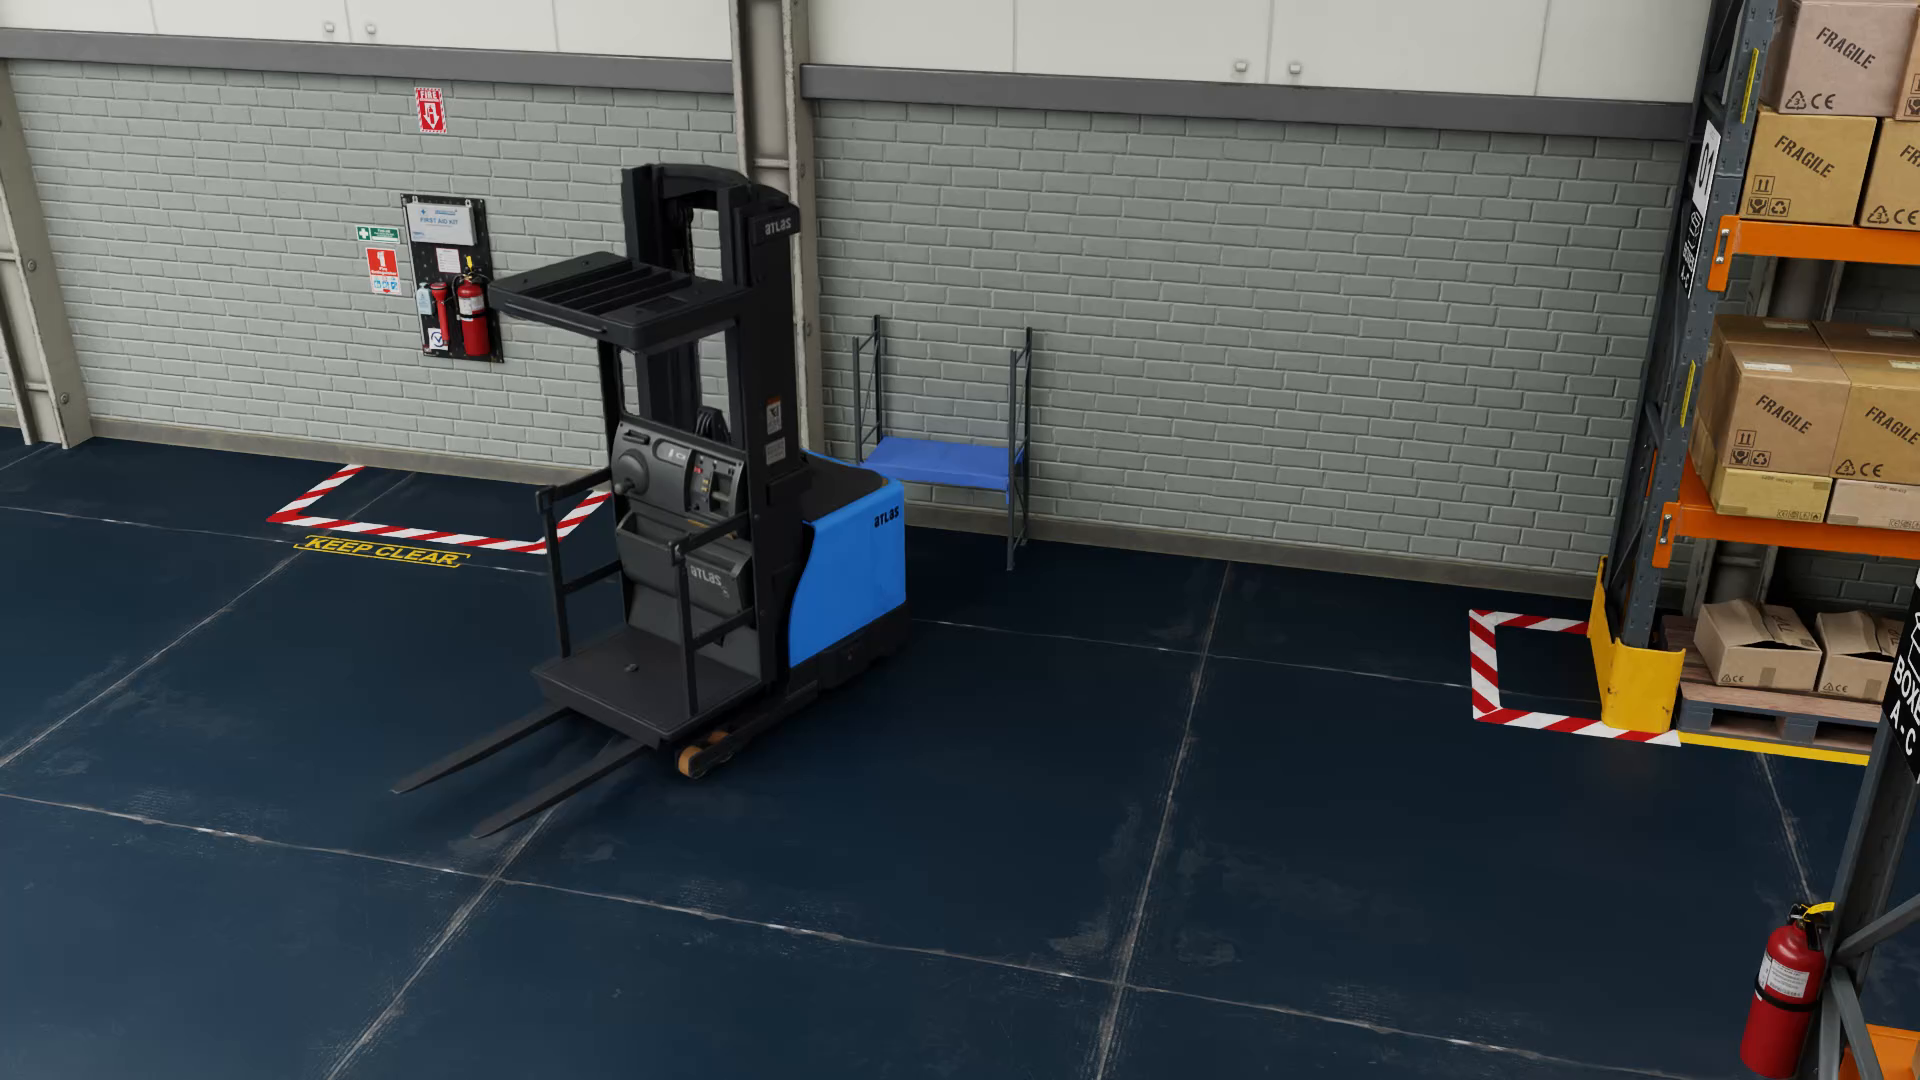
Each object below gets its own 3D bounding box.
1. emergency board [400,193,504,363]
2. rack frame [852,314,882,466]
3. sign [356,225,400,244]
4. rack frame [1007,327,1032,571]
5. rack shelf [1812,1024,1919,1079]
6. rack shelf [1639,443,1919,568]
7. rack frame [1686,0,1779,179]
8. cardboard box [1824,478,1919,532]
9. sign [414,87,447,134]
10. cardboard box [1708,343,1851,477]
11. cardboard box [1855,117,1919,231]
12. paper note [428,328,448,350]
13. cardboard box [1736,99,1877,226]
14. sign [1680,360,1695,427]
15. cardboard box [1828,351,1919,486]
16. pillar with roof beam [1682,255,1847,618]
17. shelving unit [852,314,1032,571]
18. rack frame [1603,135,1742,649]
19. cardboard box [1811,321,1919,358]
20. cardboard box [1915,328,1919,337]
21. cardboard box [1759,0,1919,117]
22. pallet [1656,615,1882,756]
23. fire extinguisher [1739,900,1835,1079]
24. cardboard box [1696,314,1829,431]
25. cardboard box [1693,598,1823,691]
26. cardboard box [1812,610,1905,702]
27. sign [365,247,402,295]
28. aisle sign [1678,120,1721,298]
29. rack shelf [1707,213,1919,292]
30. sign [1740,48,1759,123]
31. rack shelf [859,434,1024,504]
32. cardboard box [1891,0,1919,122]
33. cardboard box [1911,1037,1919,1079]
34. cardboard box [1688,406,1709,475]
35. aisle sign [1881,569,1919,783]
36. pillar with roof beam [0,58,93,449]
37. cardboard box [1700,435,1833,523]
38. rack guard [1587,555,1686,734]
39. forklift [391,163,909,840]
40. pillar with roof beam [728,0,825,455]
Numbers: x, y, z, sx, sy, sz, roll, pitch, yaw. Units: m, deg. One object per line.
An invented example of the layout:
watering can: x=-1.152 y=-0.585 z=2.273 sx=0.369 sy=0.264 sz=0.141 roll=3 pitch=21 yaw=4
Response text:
emergency board: x=-3.542 y=-1.772 z=11.483 sx=0.643 sy=1.169 sz=0.194 roll=6 pitch=26 yaw=13
rack frame: x=-0.600 y=-0.691 z=10.956 sx=0.032 sy=1.500 sz=0.500 roll=6 pitch=26 yaw=13
sign: x=-4.050 y=-2.125 z=11.567 sx=0.331 sy=0.109 sz=0.001 roll=6 pitch=26 yaw=13
rack frame: x=0.385 y=-0.581 z=10.726 sx=0.032 sy=1.500 sz=0.500 roll=6 pitch=26 yaw=13
rack shelf: x=4.466 y=2.037 z=4.318 sx=4.000 sy=0.370 sz=1.077 roll=6 pitch=26 yaw=13
rack shelf: x=5.696 y=-0.025 z=8.650 sx=4.000 sy=0.370 sz=1.077 roll=6 pitch=26 yaw=13
rack frame: x=3.759 y=-3.273 z=7.656 sx=0.127 sy=3.000 sz=1.000 roll=6 pitch=26 yaw=13
cardboard box: x=4.659 y=-0.271 z=8.482 sx=0.500 sy=0.250 sz=0.500 roll=5 pitch=26 yaw=11
sign: x=-3.525 y=-2.861 z=11.073 sx=0.199 sy=0.298 sz=0.001 roll=6 pitch=26 yaw=13
cardboard box: x=4.147 y=-0.668 z=8.442 sx=0.500 sy=0.500 sz=0.500 roll=6 pitch=26 yaw=13
cardboard box: x=4.532 y=-1.760 z=7.829 sx=0.500 sy=0.500 sz=0.500 roll=8 pitch=27 yaw=16
paper note: x=-3.696 y=-1.422 z=11.772 sx=0.142 sy=0.148 sz=0.016 roll=6 pitch=26 yaw=13
cardboard box: x=4.021 y=-1.833 z=7.981 sx=0.500 sy=0.500 sz=0.500 roll=7 pitch=26 yaw=14
sign: x=3.624 y=-0.729 z=8.285 sx=0.005 sy=0.325 sz=0.100 roll=6 pitch=26 yaw=13
cardboard box: x=4.623 y=-0.611 z=8.322 sx=0.500 sy=0.500 sz=0.500 roll=6 pitch=26 yaw=13
pillar with roof beam: x=3.580 y=-1.766 z=4.490 sx=0.400 sy=9.000 sz=9.100 roll=6 pitch=26 yaw=13
shelving unit: x=-0.107 y=-0.636 z=10.841 sx=1.048 sy=1.500 sz=0.538 roll=6 pitch=26 yaw=13
rack frame: x=3.759 y=-0.564 z=8.946 sx=0.127 sy=3.000 sz=1.000 roll=6 pitch=26 yaw=13
cardboard box: x=4.754 y=-0.824 z=8.770 sx=0.500 sy=0.500 sz=0.500 roll=7 pitch=26 yaw=14
cardboard box: x=5.256 y=-0.771 z=8.658 sx=0.500 sy=0.500 sz=0.500 roll=6 pitch=26 yaw=12
cardboard box: x=4.072 y=-2.282 z=7.761 sx=0.500 sy=0.500 sz=0.500 roll=4 pitch=26 yaw=9
pallet: x=4.611 y=0.805 z=9.314 sx=1.213 sy=0.211 sz=1.003 roll=6 pitch=26 yaw=13
fire extinguisher: x=2.530 y=1.327 z=5.062 sx=0.183 sy=0.674 sz=0.296 roll=6 pitch=26 yaw=13
cardboard box: x=4.269 y=-0.882 z=8.892 sx=0.500 sy=0.500 sz=0.500 roll=6 pitch=26 yaw=12
cardboard box: x=4.407 y=0.563 z=9.195 sx=0.500 sy=0.311 sz=0.500 roll=3 pitch=26 yaw=7
cardboard box: x=4.959 y=0.624 z=9.066 sx=0.500 sy=0.311 sz=0.500 roll=9 pitch=27 yaw=17
sign: x=-4.052 y=-1.890 z=11.690 sx=0.234 sy=0.329 sz=0.001 roll=6 pitch=26 yaw=13
aisle sign: x=3.615 y=-1.621 z=8.141 sx=0.004 sy=0.787 sz=0.394 roll=6 pitch=26 yaw=13
rack shelf: x=5.696 y=-1.380 z=8.006 sx=4.000 sy=0.370 sz=1.077 roll=6 pitch=26 yaw=13
sign: x=3.624 y=-2.087 z=7.638 sx=0.005 sy=0.325 sz=0.100 roll=6 pitch=26 yaw=13
rack shelf: x=-0.107 y=-0.474 z=10.919 sx=1.000 sy=0.185 sz=0.538 roll=6 pitch=26 yaw=13
cardboard box: x=4.545 y=-2.207 z=7.604 sx=0.500 sy=0.500 sz=0.500 roll=6 pitch=26 yaw=12
cardboard box: x=2.978 y=1.509 z=4.475 sx=0.500 sy=0.500 sz=0.700 roll=6 pitch=26 yaw=13
cardboard box: x=4.260 y=-0.536 z=9.038 sx=0.500 sy=0.250 sz=0.500 roll=7 pitch=26 yaw=14
aisle sign: x=2.539 y=0.195 z=4.326 sx=0.004 sy=0.787 sz=0.394 roll=6 pitch=26 yaw=13
pillar with roof beam: x=-8.041 y=-3.051 z=7.189 sx=0.400 sy=9.000 sz=9.100 roll=6 pitch=26 yaw=13
cardboard box: x=4.153 y=-0.321 z=8.586 sx=0.500 sy=0.250 sz=0.500 roll=6 pitch=26 yaw=11
rack guard: x=3.833 y=0.573 z=9.466 sx=0.348 sy=0.500 sz=1.175 roll=6 pitch=26 yaw=13
forklift: x=-1.603 y=-0.324 z=8.520 sx=1.130 sy=2.935 sz=3.031 roll=18 pitch=31 yaw=34
pillar with roof beam: x=-2.230 y=-2.408 z=5.840 sx=0.400 sy=9.000 sz=9.100 roll=6 pitch=26 yaw=13
